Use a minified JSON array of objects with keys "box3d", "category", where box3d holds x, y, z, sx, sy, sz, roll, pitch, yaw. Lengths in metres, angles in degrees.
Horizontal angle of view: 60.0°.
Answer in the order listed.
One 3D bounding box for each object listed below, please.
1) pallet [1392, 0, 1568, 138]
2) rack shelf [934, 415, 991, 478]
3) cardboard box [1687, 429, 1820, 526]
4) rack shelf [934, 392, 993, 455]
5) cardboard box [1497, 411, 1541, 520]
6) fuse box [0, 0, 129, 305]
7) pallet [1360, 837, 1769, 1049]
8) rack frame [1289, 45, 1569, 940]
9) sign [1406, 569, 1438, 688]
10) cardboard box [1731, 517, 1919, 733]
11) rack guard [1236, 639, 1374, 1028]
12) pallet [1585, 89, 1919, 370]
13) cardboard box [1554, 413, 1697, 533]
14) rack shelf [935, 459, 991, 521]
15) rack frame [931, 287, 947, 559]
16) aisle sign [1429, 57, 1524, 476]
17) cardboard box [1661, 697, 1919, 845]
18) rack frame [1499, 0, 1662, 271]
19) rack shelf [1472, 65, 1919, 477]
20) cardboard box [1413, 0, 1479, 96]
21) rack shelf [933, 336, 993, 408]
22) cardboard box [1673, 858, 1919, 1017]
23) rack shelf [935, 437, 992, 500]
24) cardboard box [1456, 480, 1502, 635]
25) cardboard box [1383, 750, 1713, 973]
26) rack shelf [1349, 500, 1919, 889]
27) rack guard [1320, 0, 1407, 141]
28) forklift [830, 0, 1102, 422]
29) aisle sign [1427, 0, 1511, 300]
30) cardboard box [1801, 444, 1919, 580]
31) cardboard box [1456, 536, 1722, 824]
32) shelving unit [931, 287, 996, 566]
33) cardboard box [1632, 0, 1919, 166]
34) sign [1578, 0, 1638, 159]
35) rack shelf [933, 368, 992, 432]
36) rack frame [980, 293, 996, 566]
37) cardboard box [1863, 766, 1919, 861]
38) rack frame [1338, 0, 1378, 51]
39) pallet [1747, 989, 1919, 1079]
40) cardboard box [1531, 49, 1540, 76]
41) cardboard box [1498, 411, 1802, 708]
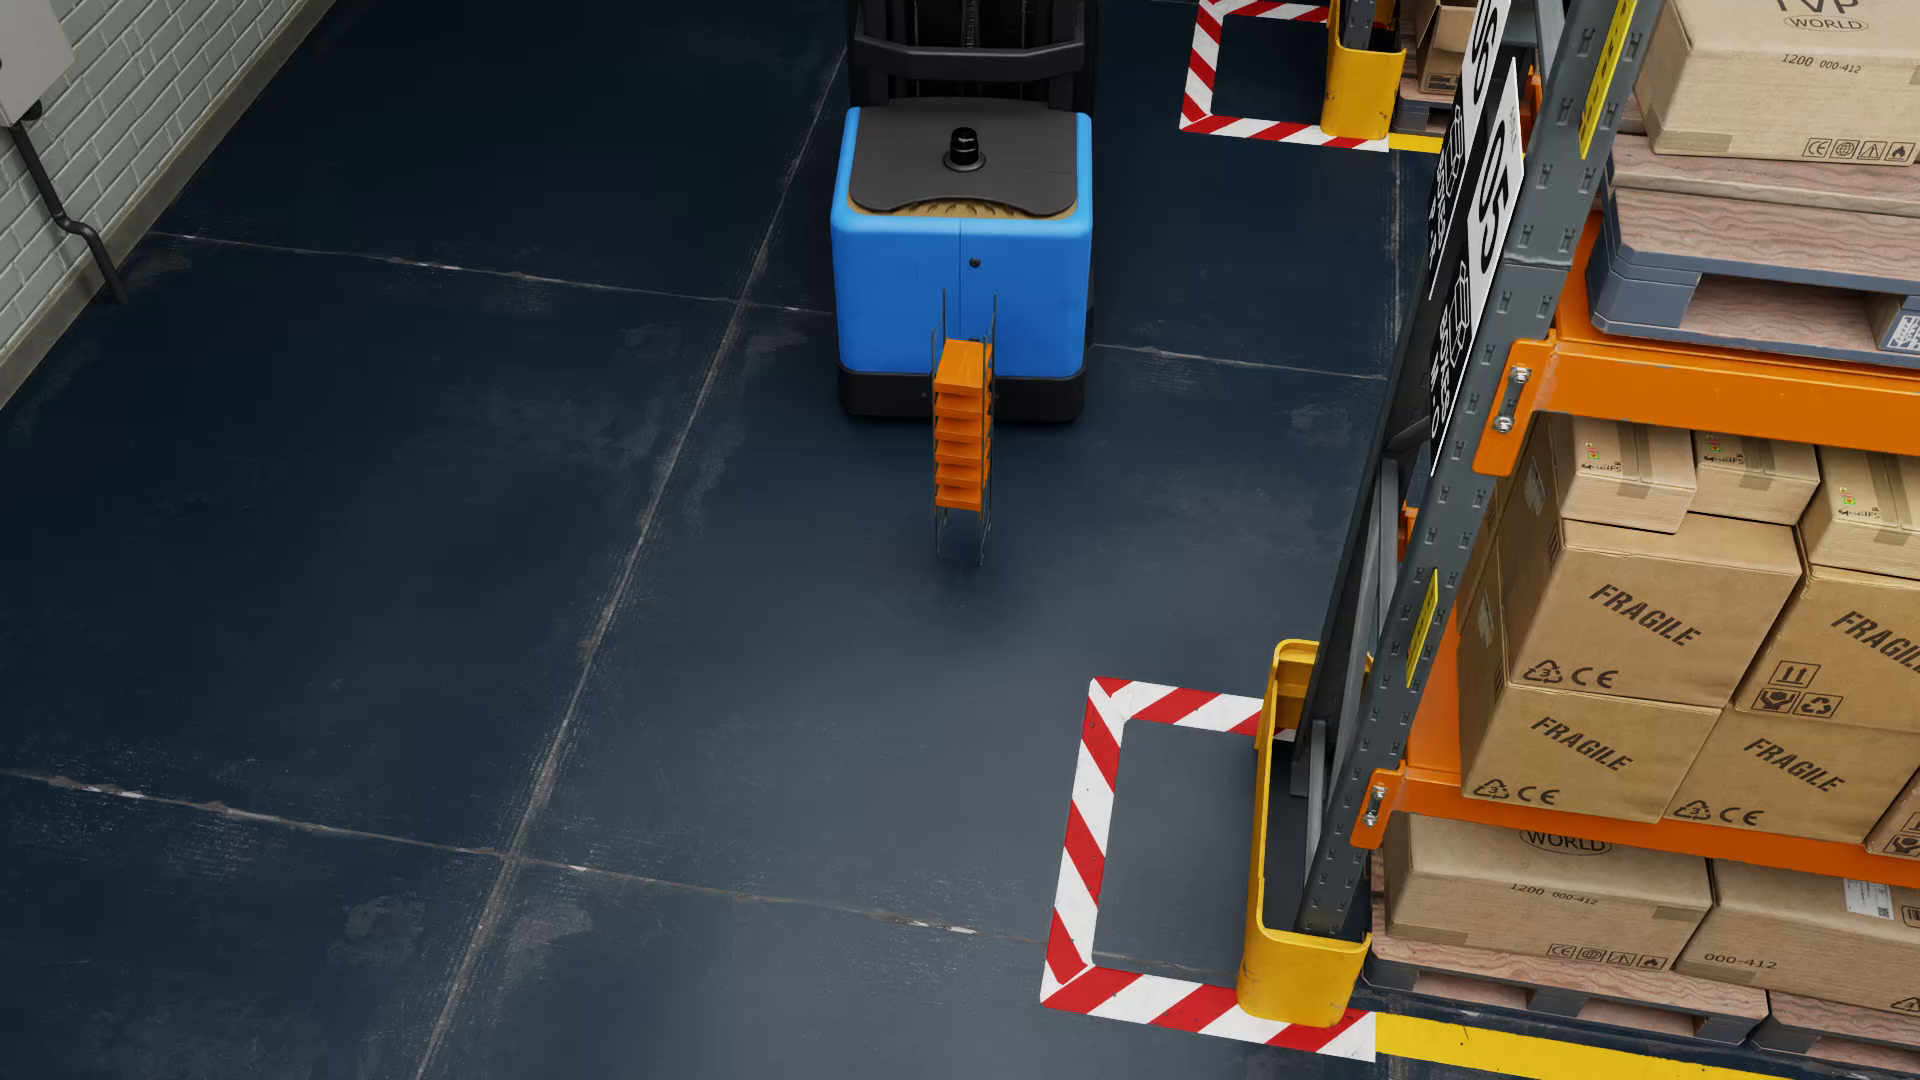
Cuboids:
[{"box3d":[2.920,-2.467,8.797,1.213,0.211,1.003,8,49,7],"category":"pallet"},{"box3d":[0.014,-0.369,6.307,0.180,0.103,0.258,8,49,7],"category":"rack shelf"},{"box3d":[1.753,-0.233,3.739,0.250,0.149,0.380,9,49,8],"category":"cardboard box"},{"box3d":[0.014,-0.450,6.218,0.180,0.103,0.258,8,49,7],"category":"rack shelf"},{"box3d":[1.699,-0.359,4.288,0.500,0.500,0.500,9,49,8],"category":"cardboard box"},{"box3d":[-3.854,-1.697,7.097,0.414,1.711,0.539,8,49,7],"category":"fuse box"},{"box3d":[1.983,1.100,5.592,1.213,0.211,1.003,8,49,7],"category":"pallet"},{"box3d":[1.182,0.119,4.598,0.127,3.000,1.000,8,49,7],"category":"rack frame"},{"box3d":[1.077,0.209,3.882,0.005,0.325,0.100,8,49,7],"category":"sign"},{"box3d":[2.113,0.087,3.888,0.500,0.500,0.500,6,48,6],"category":"cardboard box"},{"box3d":[1.158,0.952,5.531,0.348,0.500,1.175,8,49,7],"category":"rack guard"},{"box3d":[1.914,-0.763,3.434,1.213,0.211,1.003,8,49,7],"category":"pallet"},{"box3d":[1.482,-0.215,3.723,0.250,0.149,0.380,9,49,8],"category":"cardboard box"},{"box3d":[0.014,-0.209,6.486,0.180,0.103,0.258,8,49,7],"category":"rack shelf"},{"box3d":[-0.076,-0.411,6.285,0.006,1.200,0.240,8,49,7],"category":"rack frame"},{"box3d":[1.059,-0.547,3.449,0.004,0.787,0.394,8,49,7],"category":"aisle sign"},{"box3d":[2.106,0.406,4.273,0.500,0.500,0.500,7,48,6],"category":"cardboard box"},{"box3d":[1.182,-1.886,2.367,0.127,3.000,1.000,8,49,7],"category":"rack frame"},{"box3d":[3.150,-0.378,3.512,4.000,0.370,1.077,8,49,7],"category":"rack shelf"},{"box3d":[2.646,-2.670,8.501,0.637,0.503,0.797,6,48,5],"category":"cardboard box"},{"box3d":[0.014,-0.610,6.039,0.180,0.103,0.258,8,49,7],"category":"rack shelf"},{"box3d":[2.751,0.964,5.279,0.875,0.438,0.875,9,49,8],"category":"cardboard box"},{"box3d":[0.014,-0.289,6.396,0.180,0.103,0.258,8,49,7],"category":"rack shelf"},{"box3d":[1.704,-0.044,4.678,0.500,0.500,0.500,8,49,7],"category":"cardboard box"},{"box3d":[1.849,0.850,5.382,0.875,0.438,0.875,6,48,6],"category":"cardboard box"},{"box3d":[3.150,0.624,4.628,4.000,0.370,1.077,8,49,7],"category":"rack shelf"},{"box3d":[2.136,-2.669,8.784,0.348,0.500,1.175,8,49,7],"category":"rack guard"},{"box3d":[0.067,-2.575,7.065,1.130,2.935,3.031,2,48,2],"category":"forklift"},{"box3d":[1.166,-0.986,3.844,0.004,0.787,0.394,8,49,7],"category":"aisle sign"},{"box3d":[1.988,-0.114,3.633,0.250,0.149,0.380,9,49,8],"category":"cardboard box"},{"box3d":[1.603,0.360,4.315,0.500,0.500,0.500,7,48,7],"category":"cardboard box"},{"box3d":[0.014,-0.399,6.274,0.189,1.200,0.258,8,49,7],"category":"shelving unit"},{"box3d":[1.641,-1.013,3.350,0.500,0.250,0.500,4,48,3],"category":"cardboard box"},{"box3d":[1.077,-0.796,2.763,0.005,0.325,0.100,8,49,7],"category":"sign"},{"box3d":[0.014,-0.530,6.128,0.180,0.103,0.258,8,49,7],"category":"rack shelf"},{"box3d":[0.104,-0.387,6.263,0.006,1.200,0.240,8,49,7],"category":"rack frame"},{"box3d":[2.603,0.487,4.201,0.500,0.500,0.500,7,48,7],"category":"cardboard box"},{"box3d":[2.061,-3.514,7.863,0.127,3.000,1.000,8,49,7],"category":"rack frame"},{"box3d":[3.180,1.263,5.445,1.213,0.211,1.003,8,49,7],"category":"pallet"},{"box3d":[3.057,-2.467,8.556,0.250,0.149,0.380,6,48,5],"category":"cardboard box"},{"box3d":[1.604,0.024,3.945,0.500,0.500,0.500,7,48,6],"category":"cardboard box"}]
